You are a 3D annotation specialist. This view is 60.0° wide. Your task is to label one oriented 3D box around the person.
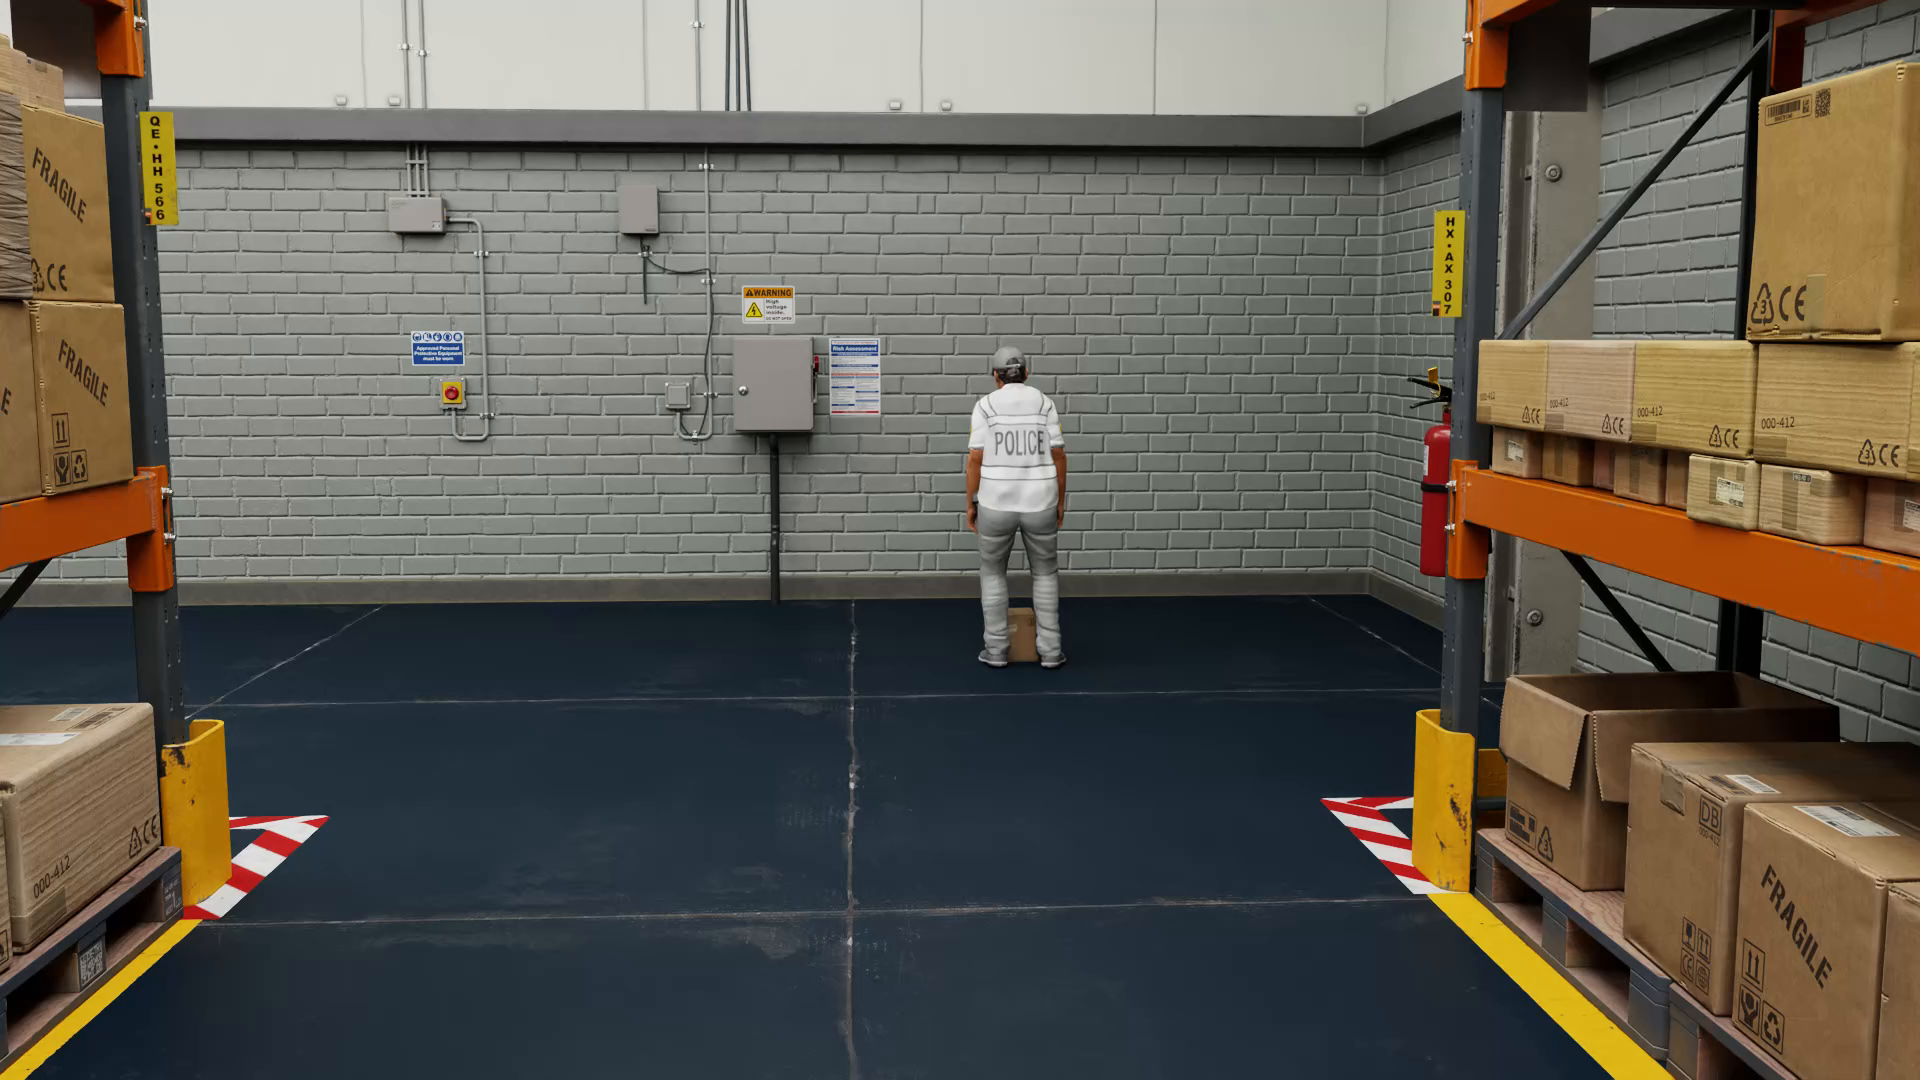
[{"bbox_3d":[0.297,-0.168,8.605,0.550,1.664,0.469,-1,7,-6],"label":"person"}]
